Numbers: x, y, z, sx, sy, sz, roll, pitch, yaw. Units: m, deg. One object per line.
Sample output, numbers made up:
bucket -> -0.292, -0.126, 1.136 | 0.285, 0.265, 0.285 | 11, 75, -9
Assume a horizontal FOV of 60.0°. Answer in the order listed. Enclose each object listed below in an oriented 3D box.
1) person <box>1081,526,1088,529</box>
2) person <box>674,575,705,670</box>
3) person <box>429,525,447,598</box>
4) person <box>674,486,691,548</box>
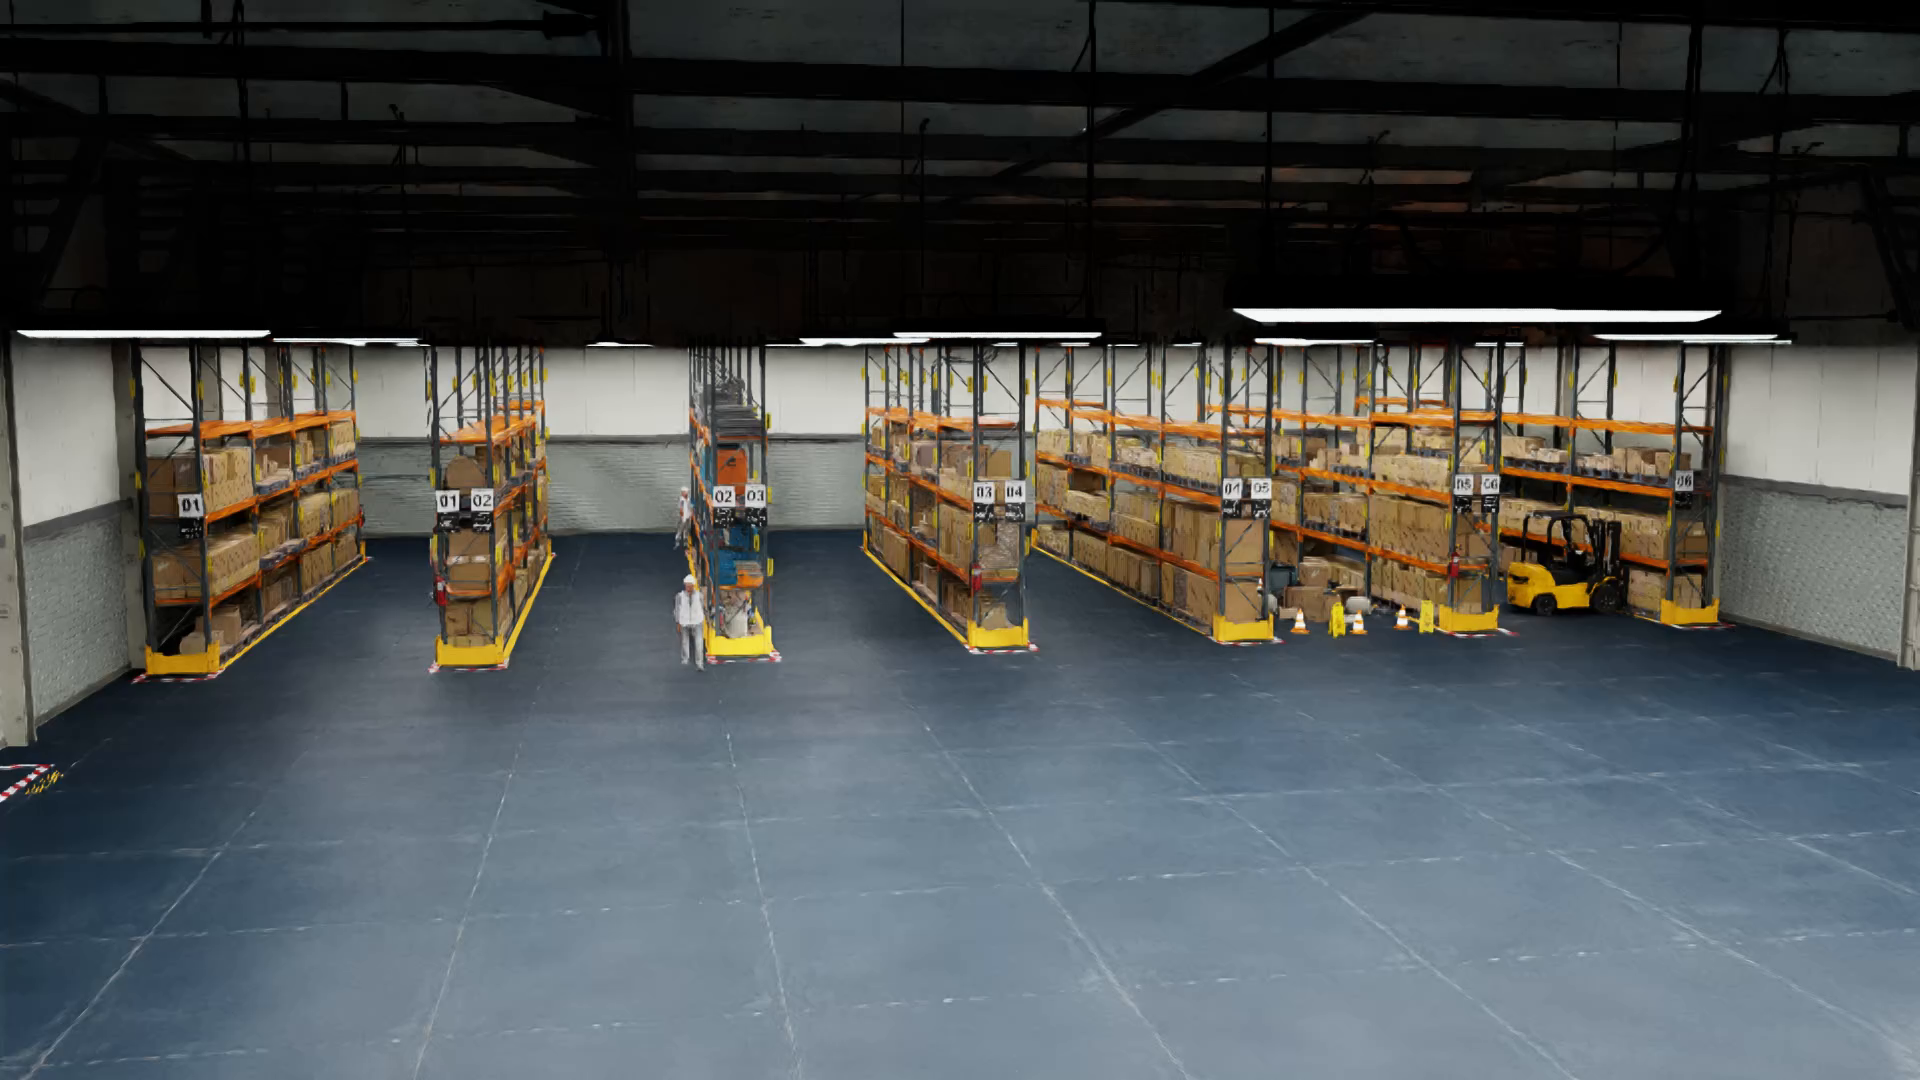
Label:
person -> 3.918, -1.270, 53.230 | 0.625, 1.778, 0.491 | 6, 9, 41
person -> -4.841, 1.456, 29.775 | 0.546, 1.695, 1.105 | -1, 7, -12
person -> -12.102, 0.492, 38.428 | 0.565, 1.642, 0.560 | 3, 7, 21
person -> -7.970, -0.652, 47.910 | 0.450, 1.792, 0.686 | 2, 7, 20
